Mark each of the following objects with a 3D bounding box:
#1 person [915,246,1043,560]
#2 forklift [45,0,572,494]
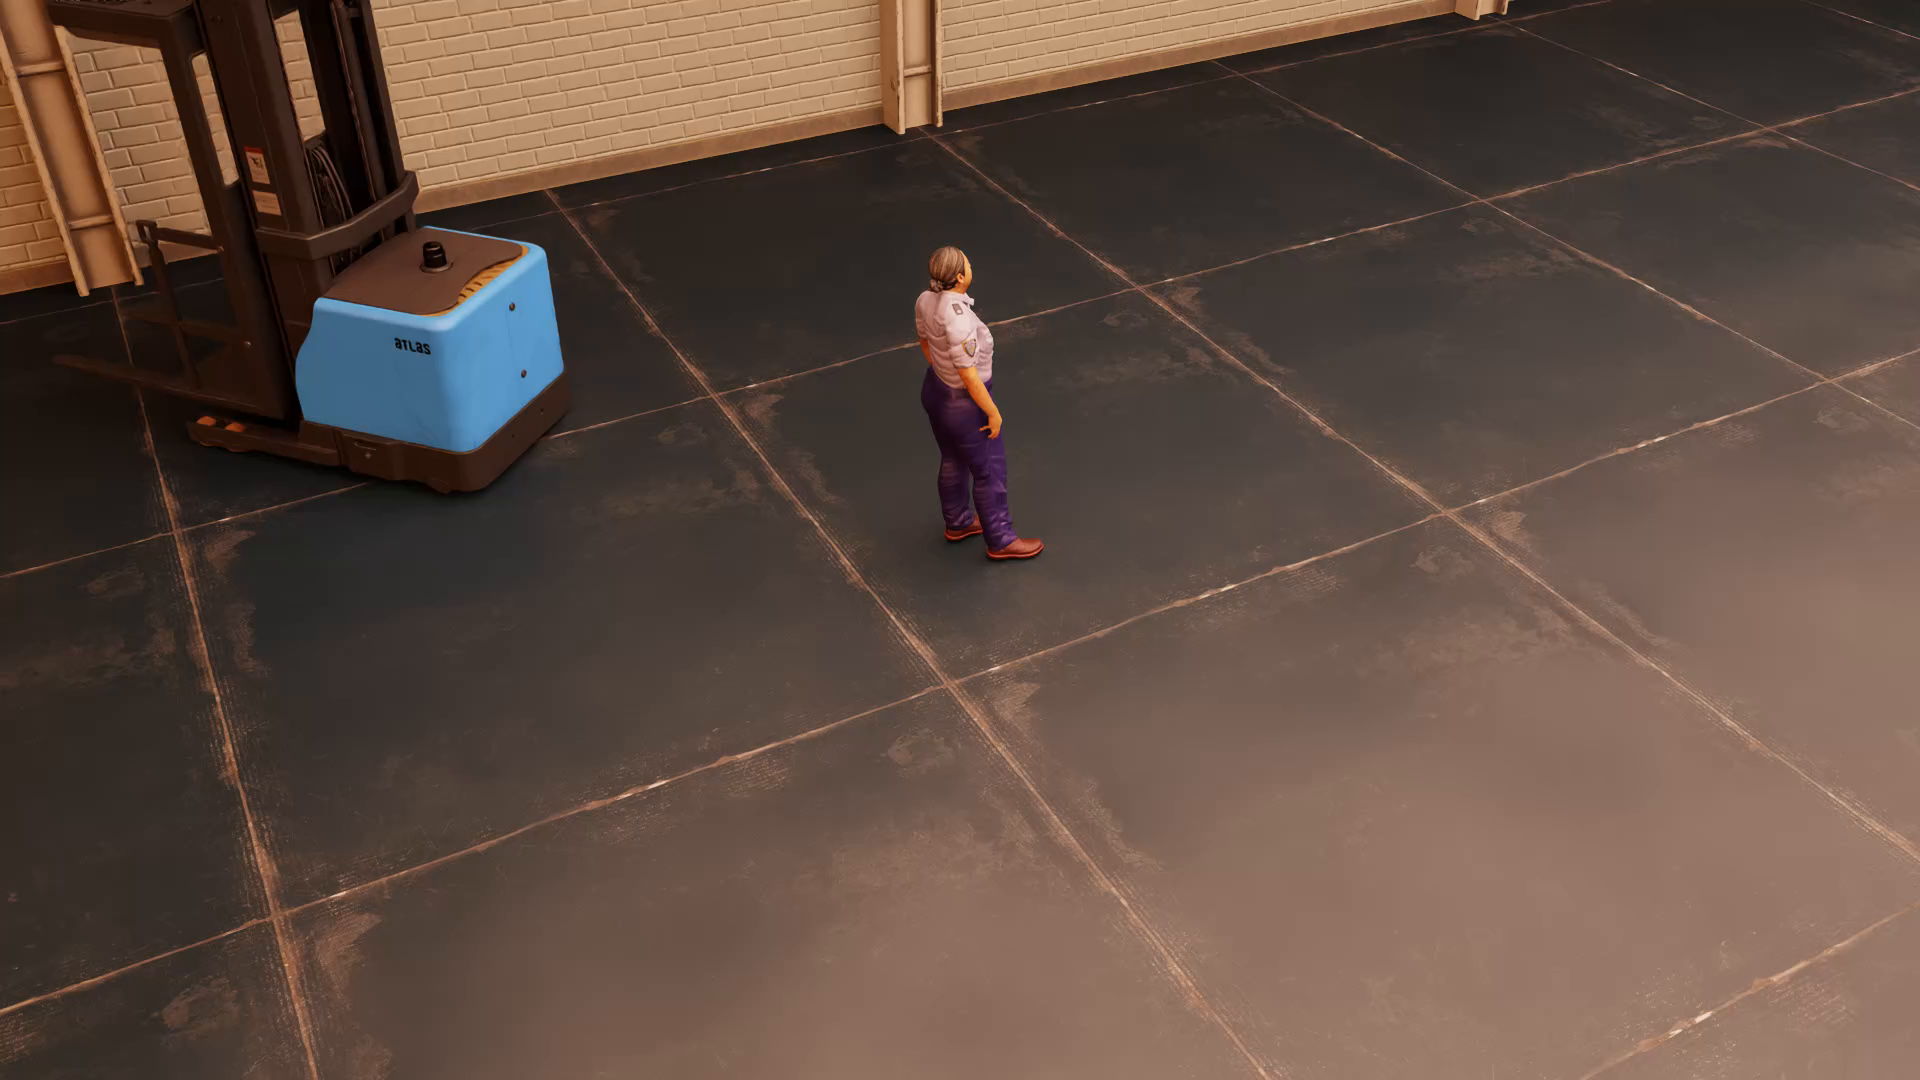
[{"bbox_3d":[0.089,-0.692,8.201,0.503,1.650,0.599,-17,39,-23],"label":"person"},{"bbox_3d":[-3.820,-1.962,8.899,3.031,2.935,1.130,12,37,16],"label":"forklift"}]
